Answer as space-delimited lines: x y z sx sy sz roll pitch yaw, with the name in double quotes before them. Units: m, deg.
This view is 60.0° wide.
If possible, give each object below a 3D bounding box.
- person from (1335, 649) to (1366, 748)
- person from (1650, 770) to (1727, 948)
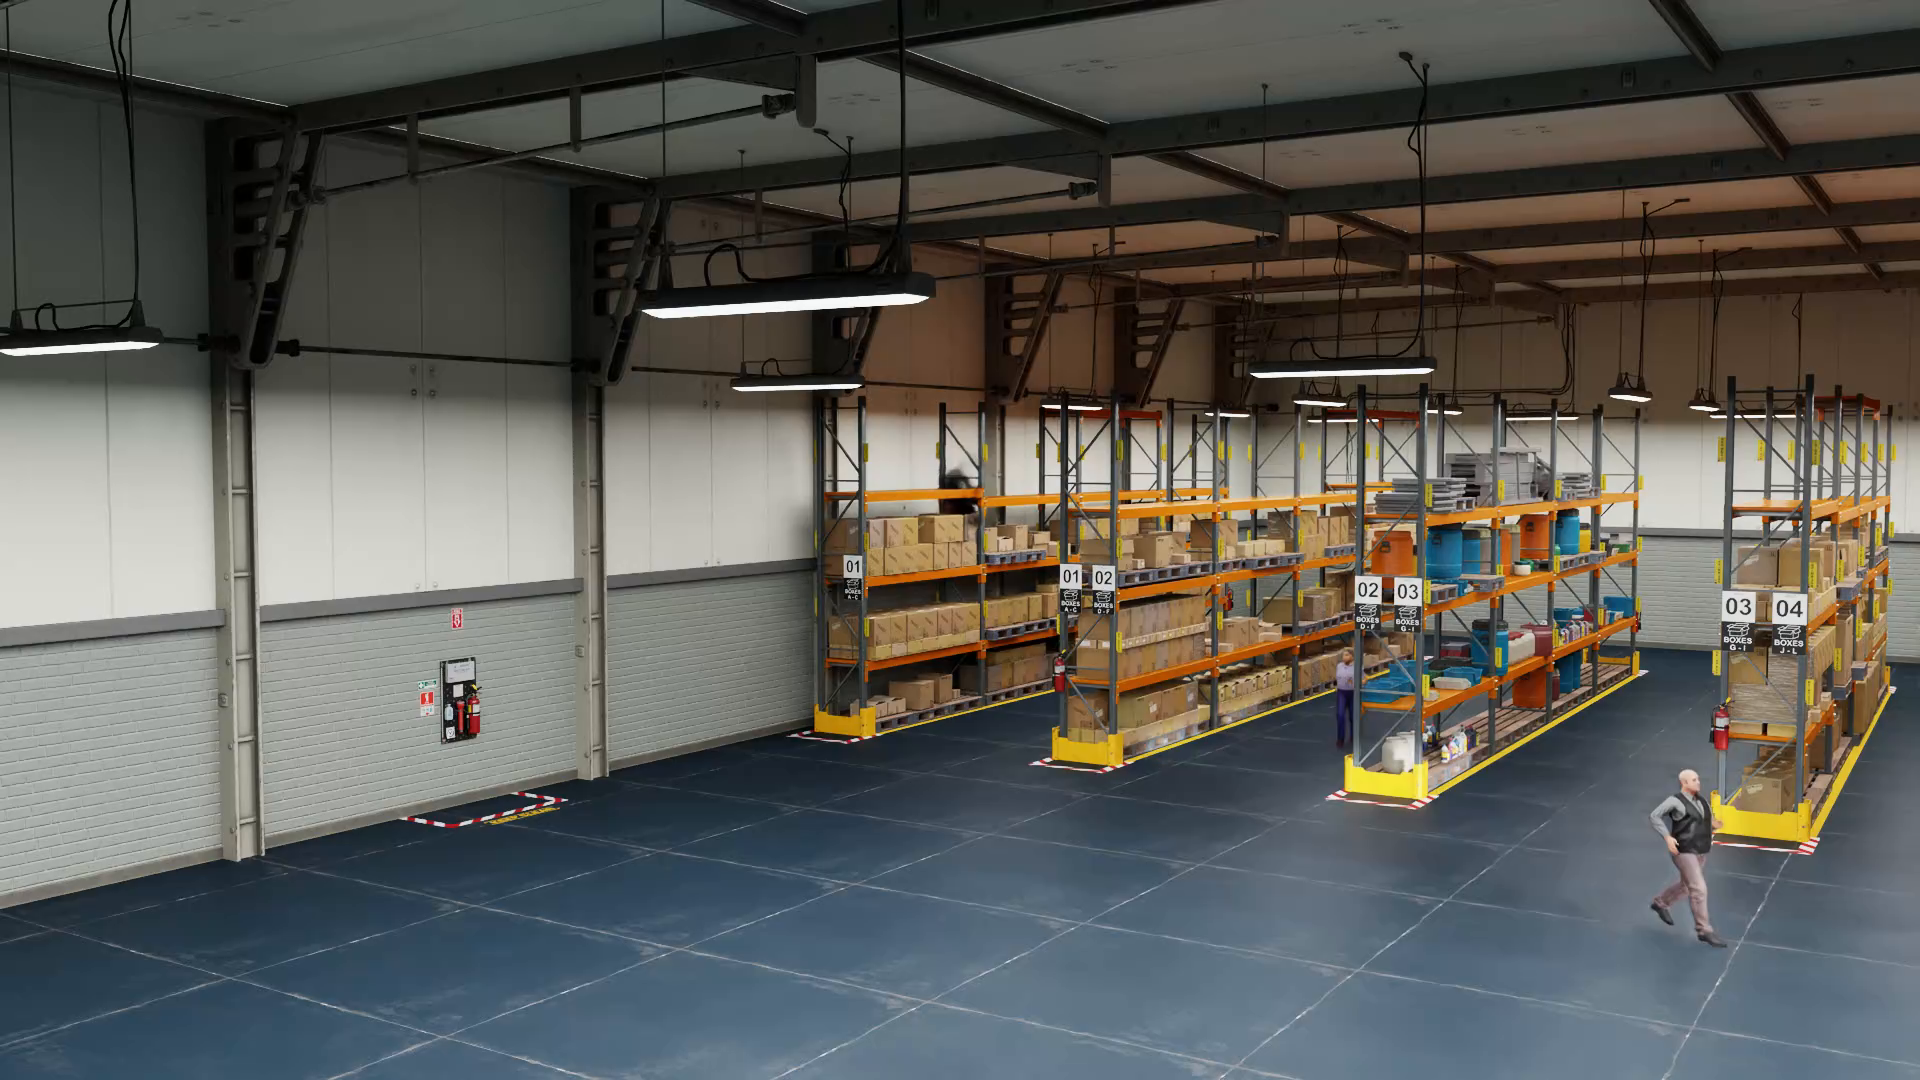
"person" 6.655 2.713 28.375 0.573 1.718 0.746 2 3 28
"person" 7.485 3.218 17.076 0.643 1.716 0.960 -2 4 -32
